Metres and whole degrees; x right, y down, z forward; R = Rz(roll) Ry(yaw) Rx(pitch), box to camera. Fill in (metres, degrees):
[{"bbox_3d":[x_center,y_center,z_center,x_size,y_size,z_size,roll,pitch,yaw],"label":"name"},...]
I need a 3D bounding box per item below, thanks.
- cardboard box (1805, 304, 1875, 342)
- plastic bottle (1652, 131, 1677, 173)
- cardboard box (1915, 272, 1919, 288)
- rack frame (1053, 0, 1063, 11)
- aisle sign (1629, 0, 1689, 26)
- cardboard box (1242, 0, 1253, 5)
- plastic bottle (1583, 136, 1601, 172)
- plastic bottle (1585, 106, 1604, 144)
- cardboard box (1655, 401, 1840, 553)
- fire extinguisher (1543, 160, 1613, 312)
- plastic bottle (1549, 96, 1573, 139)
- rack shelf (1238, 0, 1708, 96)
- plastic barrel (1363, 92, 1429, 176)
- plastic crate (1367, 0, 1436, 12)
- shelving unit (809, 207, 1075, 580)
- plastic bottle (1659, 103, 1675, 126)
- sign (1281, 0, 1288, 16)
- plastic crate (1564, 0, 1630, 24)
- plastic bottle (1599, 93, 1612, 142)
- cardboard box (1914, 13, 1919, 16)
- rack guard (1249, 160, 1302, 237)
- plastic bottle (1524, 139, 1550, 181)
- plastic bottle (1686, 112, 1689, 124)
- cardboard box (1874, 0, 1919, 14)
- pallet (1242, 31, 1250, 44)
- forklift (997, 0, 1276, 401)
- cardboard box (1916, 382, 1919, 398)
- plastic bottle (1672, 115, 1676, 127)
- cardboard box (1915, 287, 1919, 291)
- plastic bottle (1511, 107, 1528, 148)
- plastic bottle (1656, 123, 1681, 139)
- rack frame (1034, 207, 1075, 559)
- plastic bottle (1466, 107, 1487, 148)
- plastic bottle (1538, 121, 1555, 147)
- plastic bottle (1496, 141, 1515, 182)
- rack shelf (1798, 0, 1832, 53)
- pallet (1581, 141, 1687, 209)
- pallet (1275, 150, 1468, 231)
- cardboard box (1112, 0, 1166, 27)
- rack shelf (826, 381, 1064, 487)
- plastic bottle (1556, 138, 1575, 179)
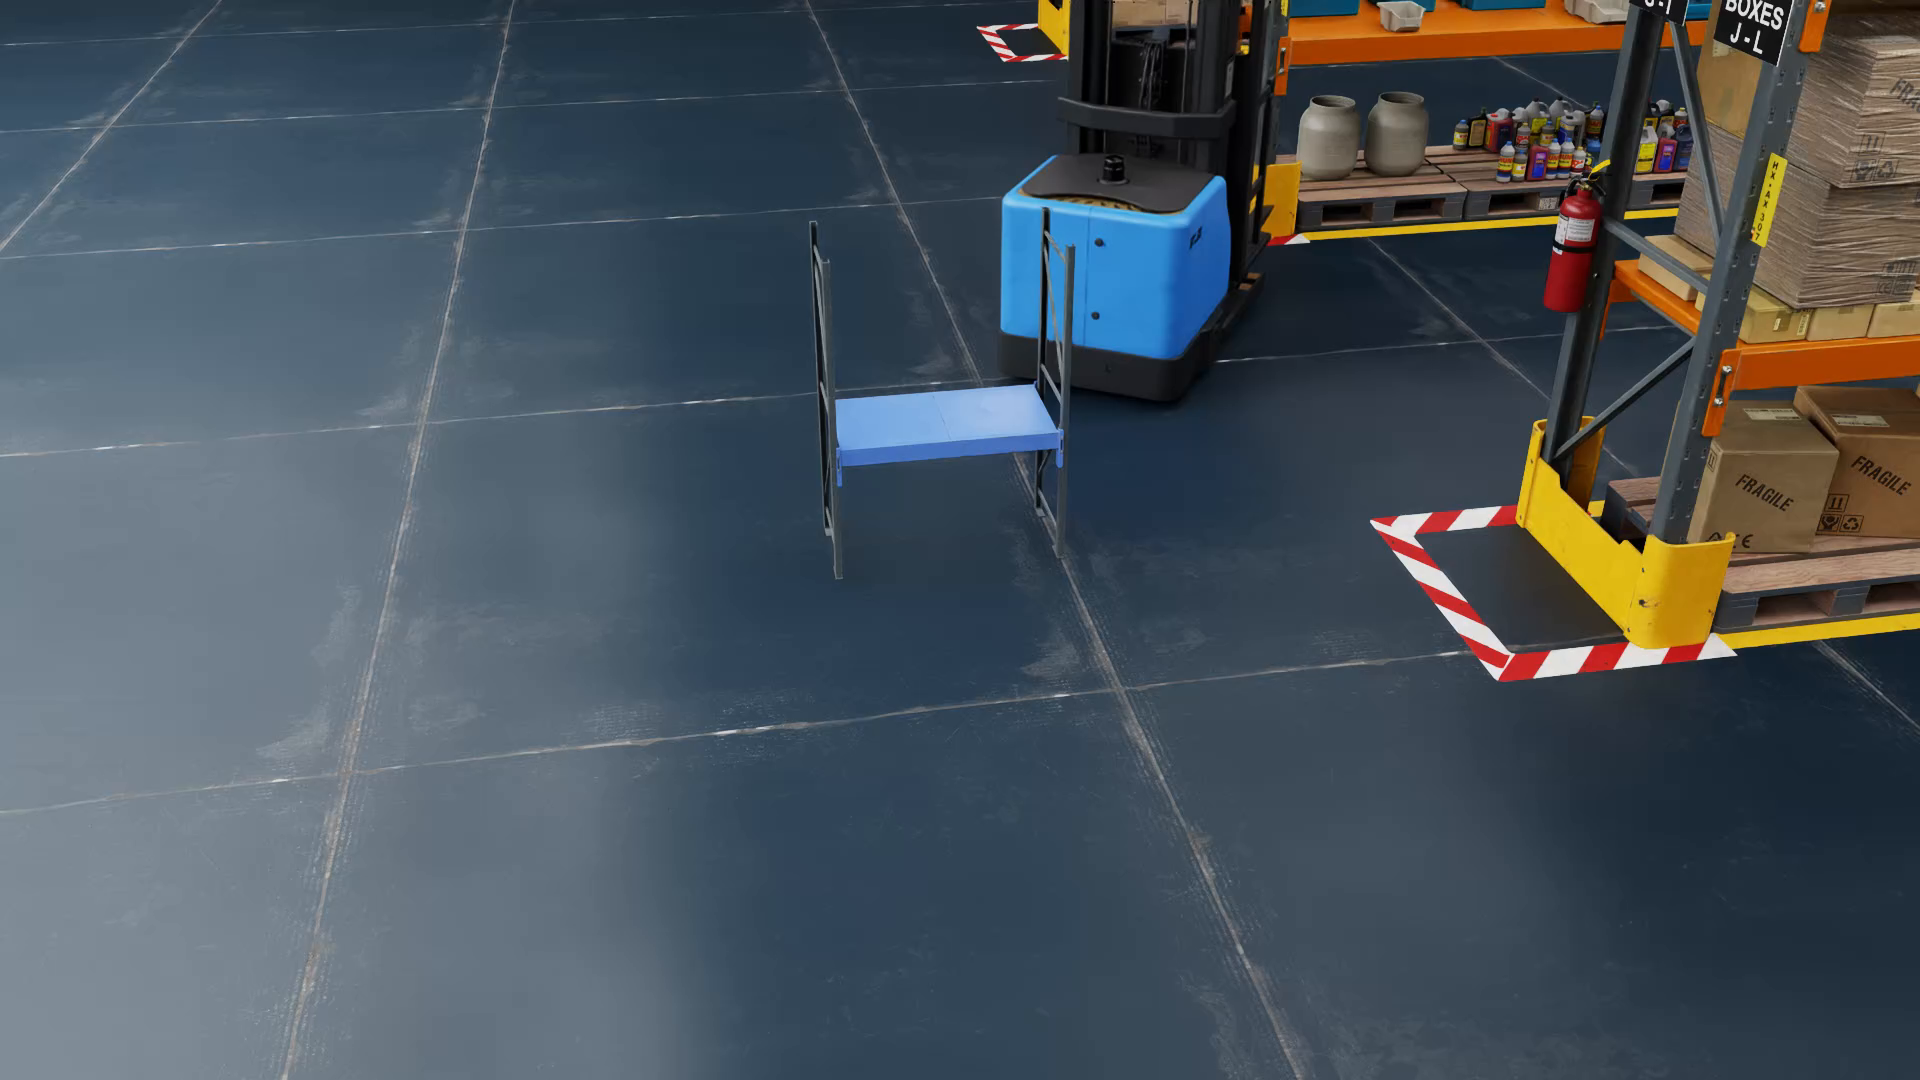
[{"bbox_3d":[3.405,-0.942,6.640,0.250,0.149,0.380,-5,31,-9],"label":"cardboard box"},{"bbox_3d":[4.952,-2.727,11.675,0.133,0.283,0.061,-3,31,-6],"label":"plastic bottle"},{"bbox_3d":[3.848,-1.443,6.853,0.500,0.500,0.875,-5,31,-9],"label":"cardboard box"},{"bbox_3d":[1.052,-6.069,15.112,0.127,3.000,1.000,-5,31,-9],"label":"rack frame"},{"bbox_3d":[2.717,-2.394,6.298,0.004,0.787,0.394,-5,31,-9],"label":"aisle sign"},{"bbox_3d":[2.602,-5.096,15.756,0.500,0.250,0.500,-5,31,-9],"label":"cardboard box"},{"bbox_3d":[4.414,-2.682,11.609,0.097,0.271,0.097,0,30,0],"label":"plastic bottle"},{"bbox_3d":[4.682,-3.062,12.256,0.097,0.271,0.097,0,30,0],"label":"plastic bottle"},{"bbox_3d":[3.449,-0.282,7.322,0.500,0.500,0.500,0,30,0],"label":"cardboard box"},{"bbox_3d":[2.637,-1.316,7.105,0.183,0.674,0.296,-5,31,-9],"label":"fire extinguisher"},{"bbox_3d":[4.402,-3.089,12.224,0.185,0.351,0.144,-6,31,-9],"label":"plastic bottle"},{"bbox_3d":[3.907,-3.472,11.405,4.000,0.370,1.077,-5,31,-9],"label":"rack shelf"},{"bbox_3d":[3.067,-2.852,11.681,0.421,0.512,0.421,0,30,0],"label":"plastic barrel"},{"bbox_3d":[3.018,-3.786,11.377,0.408,0.251,0.499,-5,31,-9],"label":"plastic crate"},{"bbox_3d":[-0.084,-0.639,7.357,1.048,1.500,0.538,-5,31,-9],"label":"shelving unit"},{"bbox_3d":[5.189,-3.076,12.268,0.133,0.283,0.061,-5,31,-9],"label":"plastic bottle"},{"bbox_3d":[2.035,-3.444,10.374,0.005,0.325,0.100,-5,31,-9],"label":"sign"},{"bbox_3d":[4.323,-3.576,11.133,0.437,0.136,0.530,-5,31,-9],"label":"plastic crate"},{"bbox_3d":[4.820,-3.128,12.290,0.185,0.351,0.144,-7,31,-11],"label":"plastic bottle"},{"bbox_3d":[3.915,-1.689,6.284,0.500,0.500,0.500,-5,31,-9],"label":"cardboard box"},{"bbox_3d":[2.006,-2.552,11.597,0.348,0.500,1.175,-5,31,-9],"label":"rack guard"},{"bbox_3d":[4.006,-2.640,11.526,0.133,0.283,0.061,-5,31,-8],"label":"plastic bottle"},{"bbox_3d":[5.482,-3.167,12.435,0.097,0.271,0.097,0,30,0],"label":"plastic bottle"},{"bbox_3d":[3.819,-1.954,6.735,0.500,0.500,0.500,-5,31,-9],"label":"cardboard box"},{"bbox_3d":[2.994,-5.068,16.160,1.213,0.211,1.003,-5,31,-9],"label":"pallet"},{"bbox_3d":[1.242,-2.734,9.508,1.130,2.935,3.031,12,33,19],"label":"forklift"},{"bbox_3d":[4.650,-0.401,7.525,0.500,0.500,0.500,-3,31,-4],"label":"cardboard box"},{"bbox_3d":[5.282,-3.119,12.421,0.097,0.201,0.097,0,30,0],"label":"plastic bottle"},{"bbox_3d":[3.896,-0.990,6.723,0.250,0.149,0.380,-5,31,-9],"label":"cardboard box"},{"bbox_3d":[4.057,-3.023,12.185,0.135,0.276,0.152,-6,31,-10],"label":"plastic bottle"},{"bbox_3d":[5.053,-2.831,11.859,0.135,0.276,0.152,-5,31,-9],"label":"plastic bottle"},{"bbox_3d":[0.416,-0.685,7.436,0.032,1.500,0.500,-5,31,-9],"label":"rack frame"},{"bbox_3d":[3.779,-3.024,12.179,0.133,0.283,0.061,-5,31,-8],"label":"plastic bottle"},{"bbox_3d":[4.284,-2.952,12.137,0.097,0.201,0.097,0,30,0],"label":"plastic bottle"},{"bbox_3d":[3.780,-2.623,11.509,0.097,0.271,0.097,0,30,0],"label":"plastic bottle"},{"bbox_3d":[4.799,-2.295,6.445,4.000,0.370,1.077,-5,31,-9],"label":"rack shelf"},{"bbox_3d":[5.206,-2.722,12.171,1.213,0.211,1.003,-5,31,-9],"label":"pallet"},{"bbox_3d":[2.806,-2.499,11.792,1.213,0.211,1.003,-5,31,-9],"label":"pallet"},{"bbox_3d":[1.619,-5.003,15.598,0.500,0.250,0.500,-5,31,-9],"label":"cardboard box"},{"bbox_3d":[-0.084,-0.484,7.448,1.000,0.185,0.538,-5,31,-9],"label":"rack shelf"},{"bbox_3d":[4.215,-2.663,11.578,0.097,0.271,0.097,0,30,0],"label":"plastic bottle"}]
